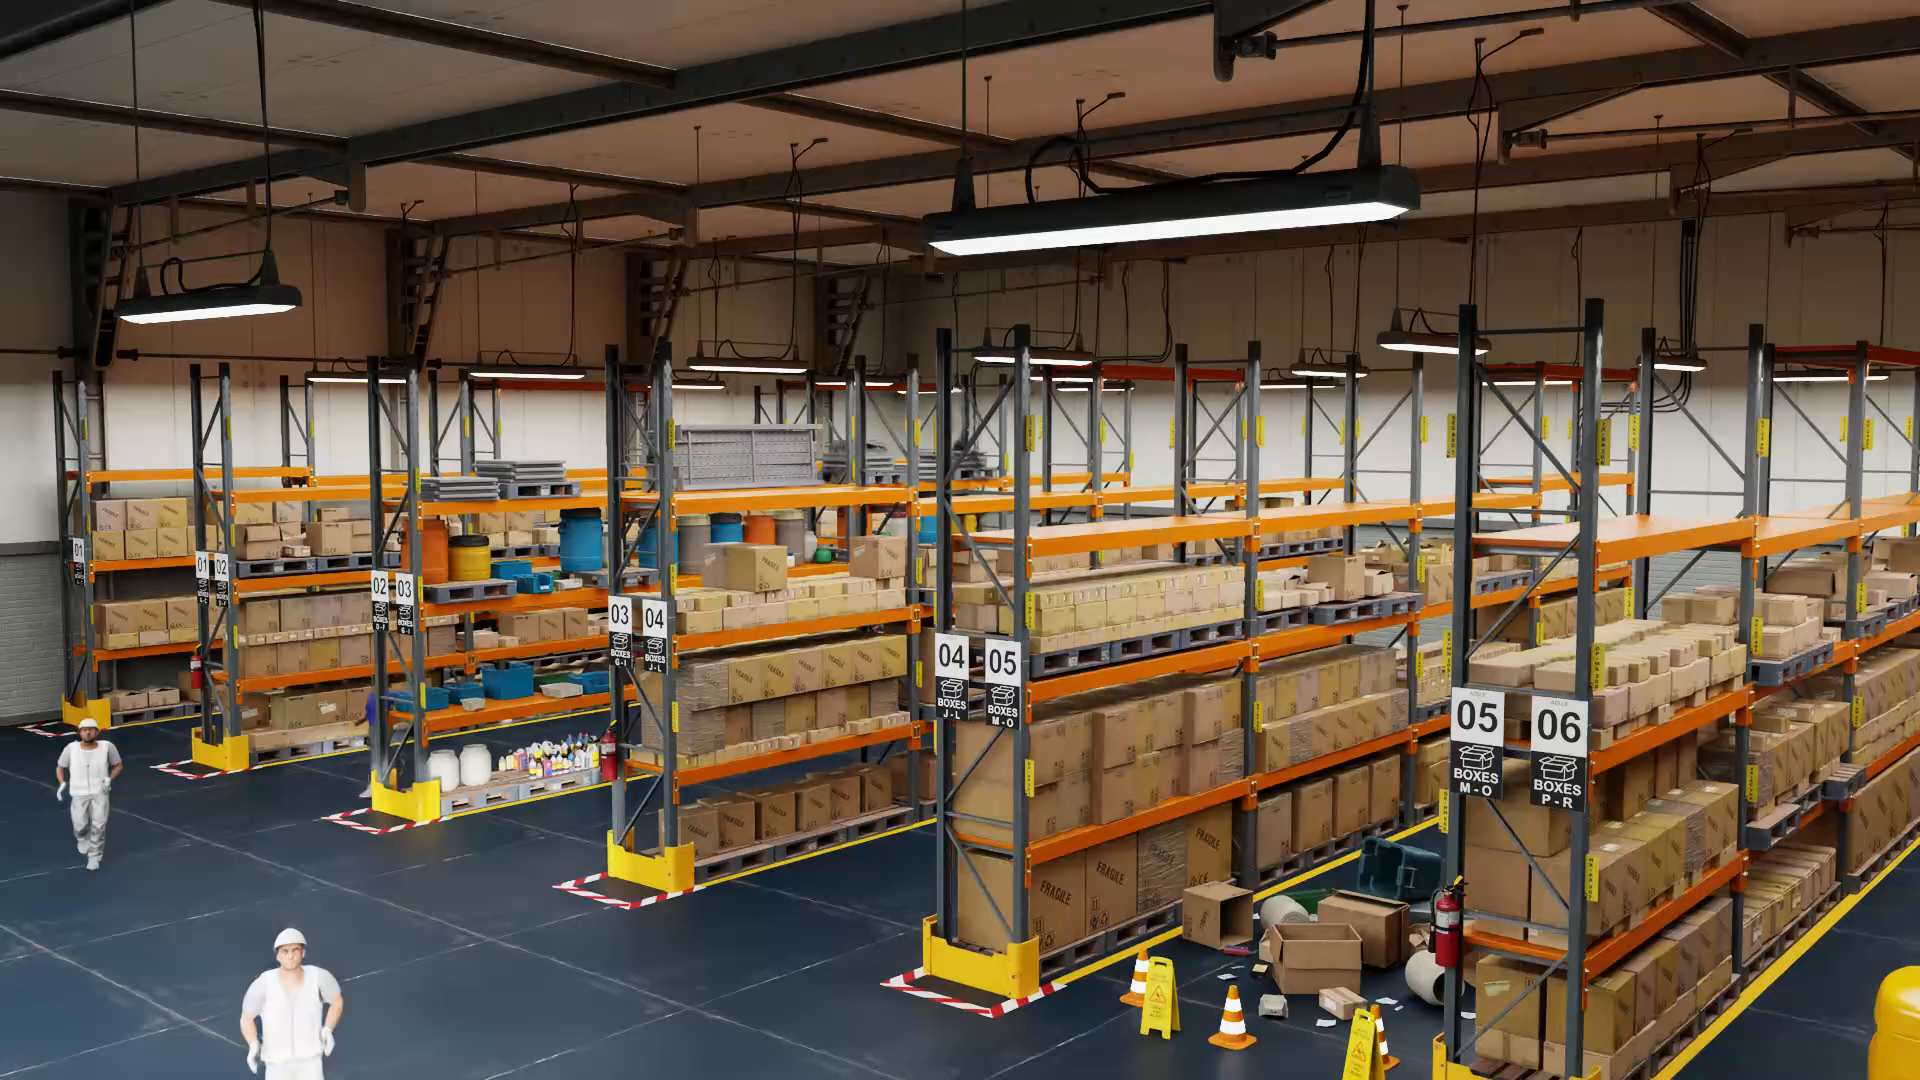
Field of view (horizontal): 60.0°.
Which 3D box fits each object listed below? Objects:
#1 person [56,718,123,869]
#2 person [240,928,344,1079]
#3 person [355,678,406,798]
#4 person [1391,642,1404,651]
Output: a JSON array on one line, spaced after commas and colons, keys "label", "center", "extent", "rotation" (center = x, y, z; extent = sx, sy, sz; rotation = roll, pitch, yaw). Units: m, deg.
[{"label": "person", "center": [-10.034, 2.919, 19.187], "extent": [0.686, 1.737, 0.600], "rotation": [-2, 5, -25]}, {"label": "person", "center": [-4.493, 3.486, 11.233], "extent": [0.656, 1.749, 0.647], "rotation": [-2, 5, -25]}, {"label": "person", "center": [-8.012, 2.696, 23.097], "extent": [0.579, 1.647, 0.859], "rotation": [2, 5, 29]}, {"label": "person", "center": [6.767, 2.447, 25.773], "extent": [0.523, 1.724, 0.706], "rotation": [-4, 6, -44]}]
